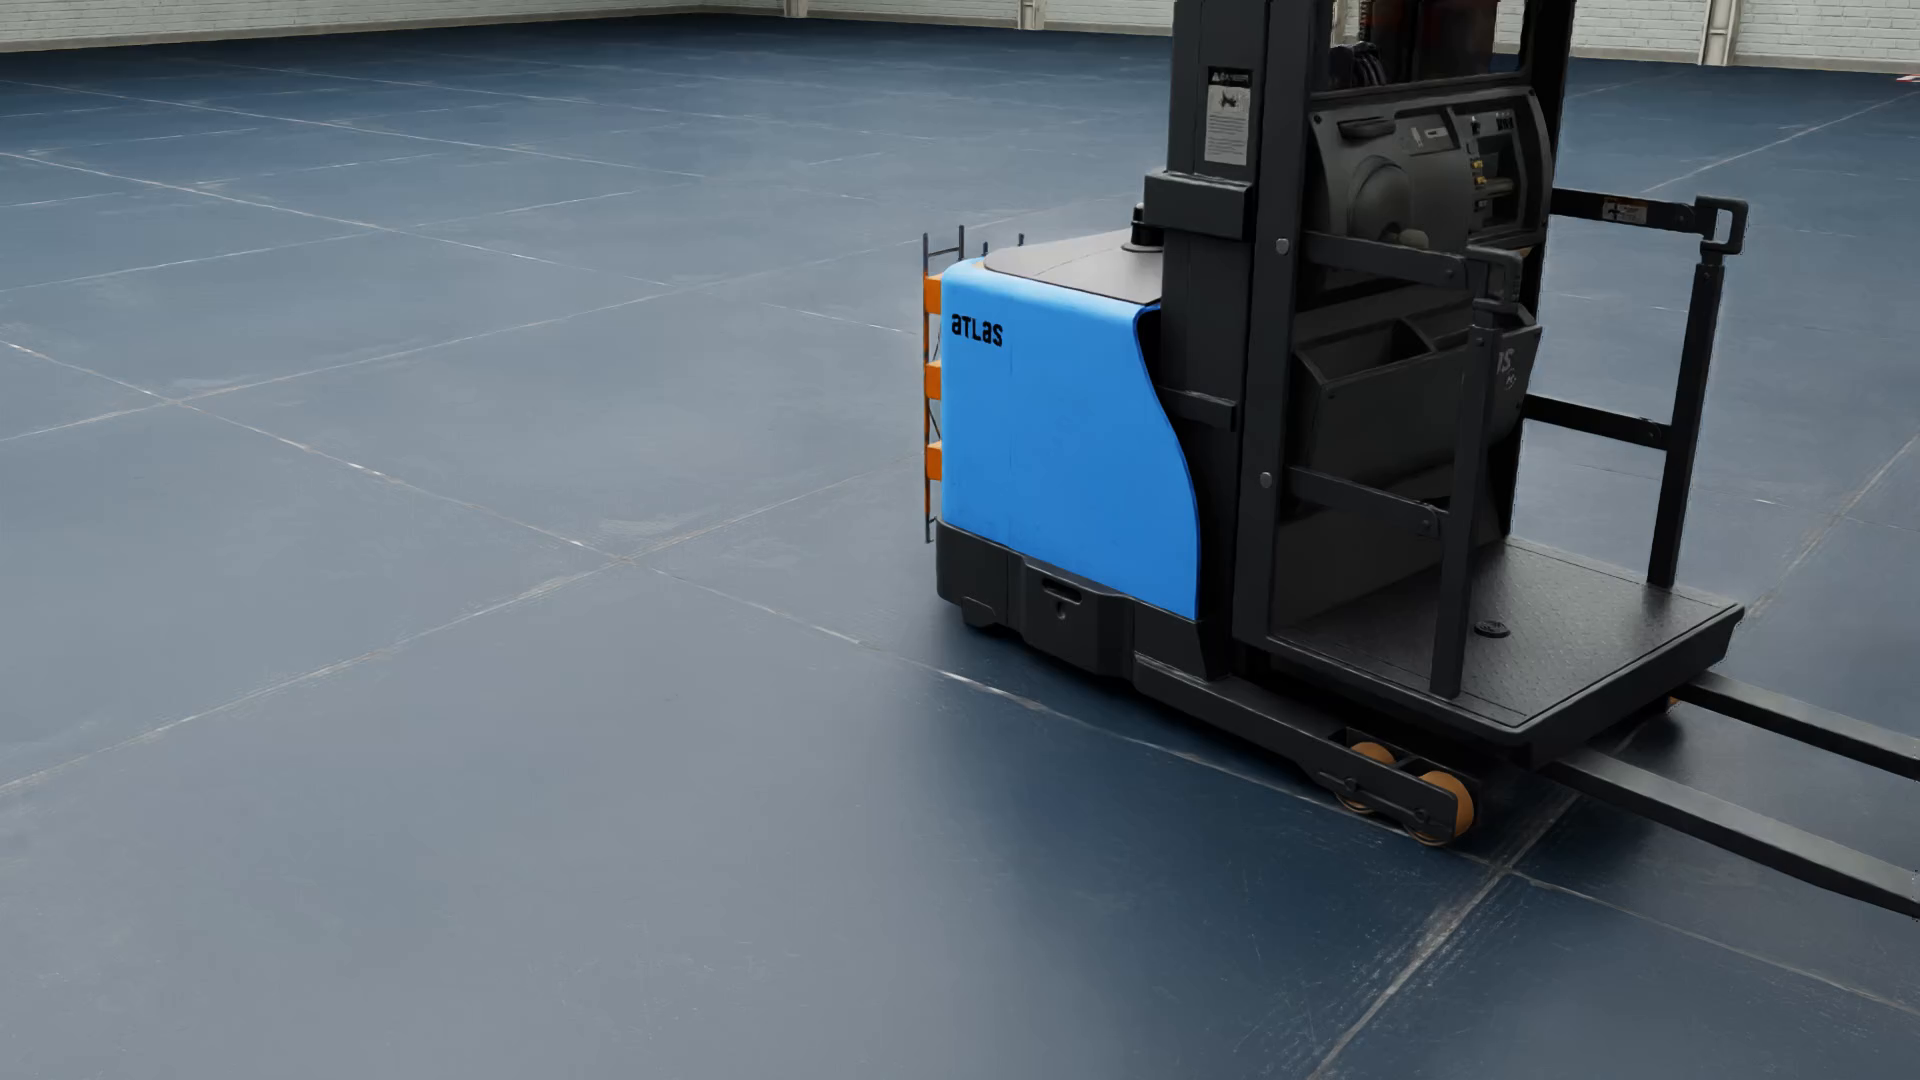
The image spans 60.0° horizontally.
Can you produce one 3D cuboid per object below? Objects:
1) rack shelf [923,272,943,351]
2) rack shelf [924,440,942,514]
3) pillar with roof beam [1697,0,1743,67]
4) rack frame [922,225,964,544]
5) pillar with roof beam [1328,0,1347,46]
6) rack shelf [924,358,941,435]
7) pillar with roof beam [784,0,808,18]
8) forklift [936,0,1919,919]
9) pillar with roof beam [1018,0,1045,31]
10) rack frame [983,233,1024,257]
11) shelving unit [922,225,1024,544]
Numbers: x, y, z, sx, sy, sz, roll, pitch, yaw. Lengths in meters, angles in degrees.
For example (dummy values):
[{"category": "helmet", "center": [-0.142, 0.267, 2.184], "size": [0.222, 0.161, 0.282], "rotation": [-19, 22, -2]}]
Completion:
[{"category": "rack shelf", "center": [0.041, -0.735, 5.355], "size": [0.240, 0.259, 0.215], "rotation": [16, 26, 36]}, {"category": "rack shelf", "center": [0.041, -0.209, 5.553], "size": [0.240, 0.259, 0.215], "rotation": [16, 26, 36]}, {"category": "pillar with roof beam", "center": [7.878, -9.701, 18.639], "size": [0.400, 9.000, 9.100], "rotation": [16, 26, 36]}, {"category": "rack frame", "center": [-0.053, -0.507, 5.523], "size": [0.008, 1.050, 0.200], "rotation": [16, 26, 36]}, {"category": "pillar with roof beam", "center": [3.230, -11.039, 22.188], "size": [0.400, 9.000, 9.100], "rotation": [16, 26, 36]}, {"category": "rack shelf", "center": [0.041, -0.469, 5.455], "size": [0.240, 0.259, 0.215], "rotation": [16, 26, 36]}, {"category": "pillar with roof beam", "center": [-6.067, -13.716, 29.288], "size": [0.400, 9.000, 9.100], "rotation": [16, 26, 36]}, {"category": "forklift", "center": [1.280, -0.873, 3.830], "size": [1.130, 2.935, 3.031], "rotation": [-17, 27, -38]}, {"category": "pillar with roof beam", "center": [-1.419, -12.378, 25.738], "size": [0.400, 9.000, 9.100], "rotation": [16, 26, 36]}, {"category": "rack frame", "center": [0.136, -0.452, 5.379], "size": [0.008, 1.050, 0.200], "rotation": [16, 26, 36]}, {"category": "shelving unit", "center": [0.041, -0.479, 5.451], "size": [0.252, 1.050, 0.215], "rotation": [16, 26, 36]}]
